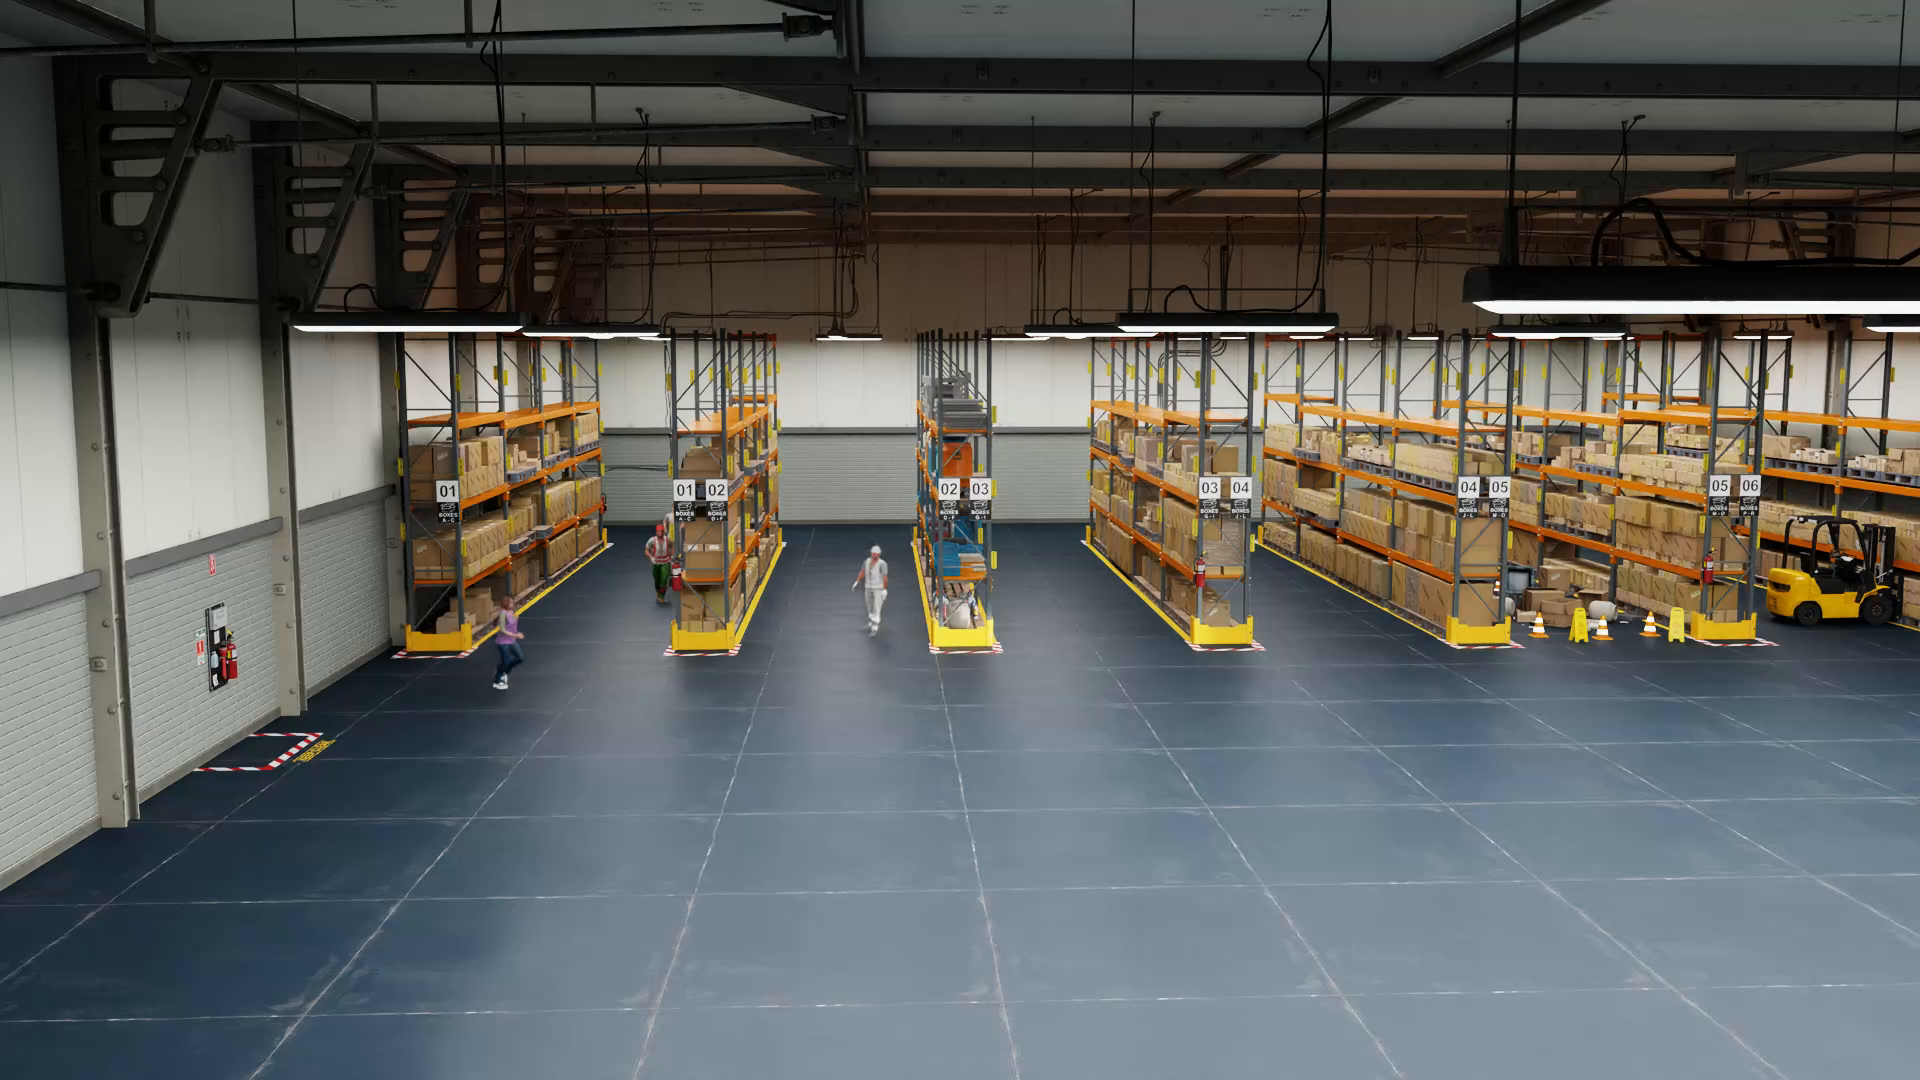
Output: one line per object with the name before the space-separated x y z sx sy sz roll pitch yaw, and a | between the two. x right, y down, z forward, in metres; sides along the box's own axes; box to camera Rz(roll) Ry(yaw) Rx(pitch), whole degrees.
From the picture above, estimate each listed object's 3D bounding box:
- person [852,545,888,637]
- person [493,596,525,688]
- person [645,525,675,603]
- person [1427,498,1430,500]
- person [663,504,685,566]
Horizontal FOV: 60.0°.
person | -1.781 0.982 32.869 0.772 1.769 0.767 3 8 27
person | -7.487 1.698 27.614 0.634 1.555 0.517 2 7 13
person | -6.670 0.510 36.991 0.658 1.738 0.820 -1 7 -12
person | 14.680 -1.234 51.461 0.811 1.841 0.671 -3 7 -25
person | -7.335 -0.126 42.621 0.558 1.634 0.622 -1 7 -6
